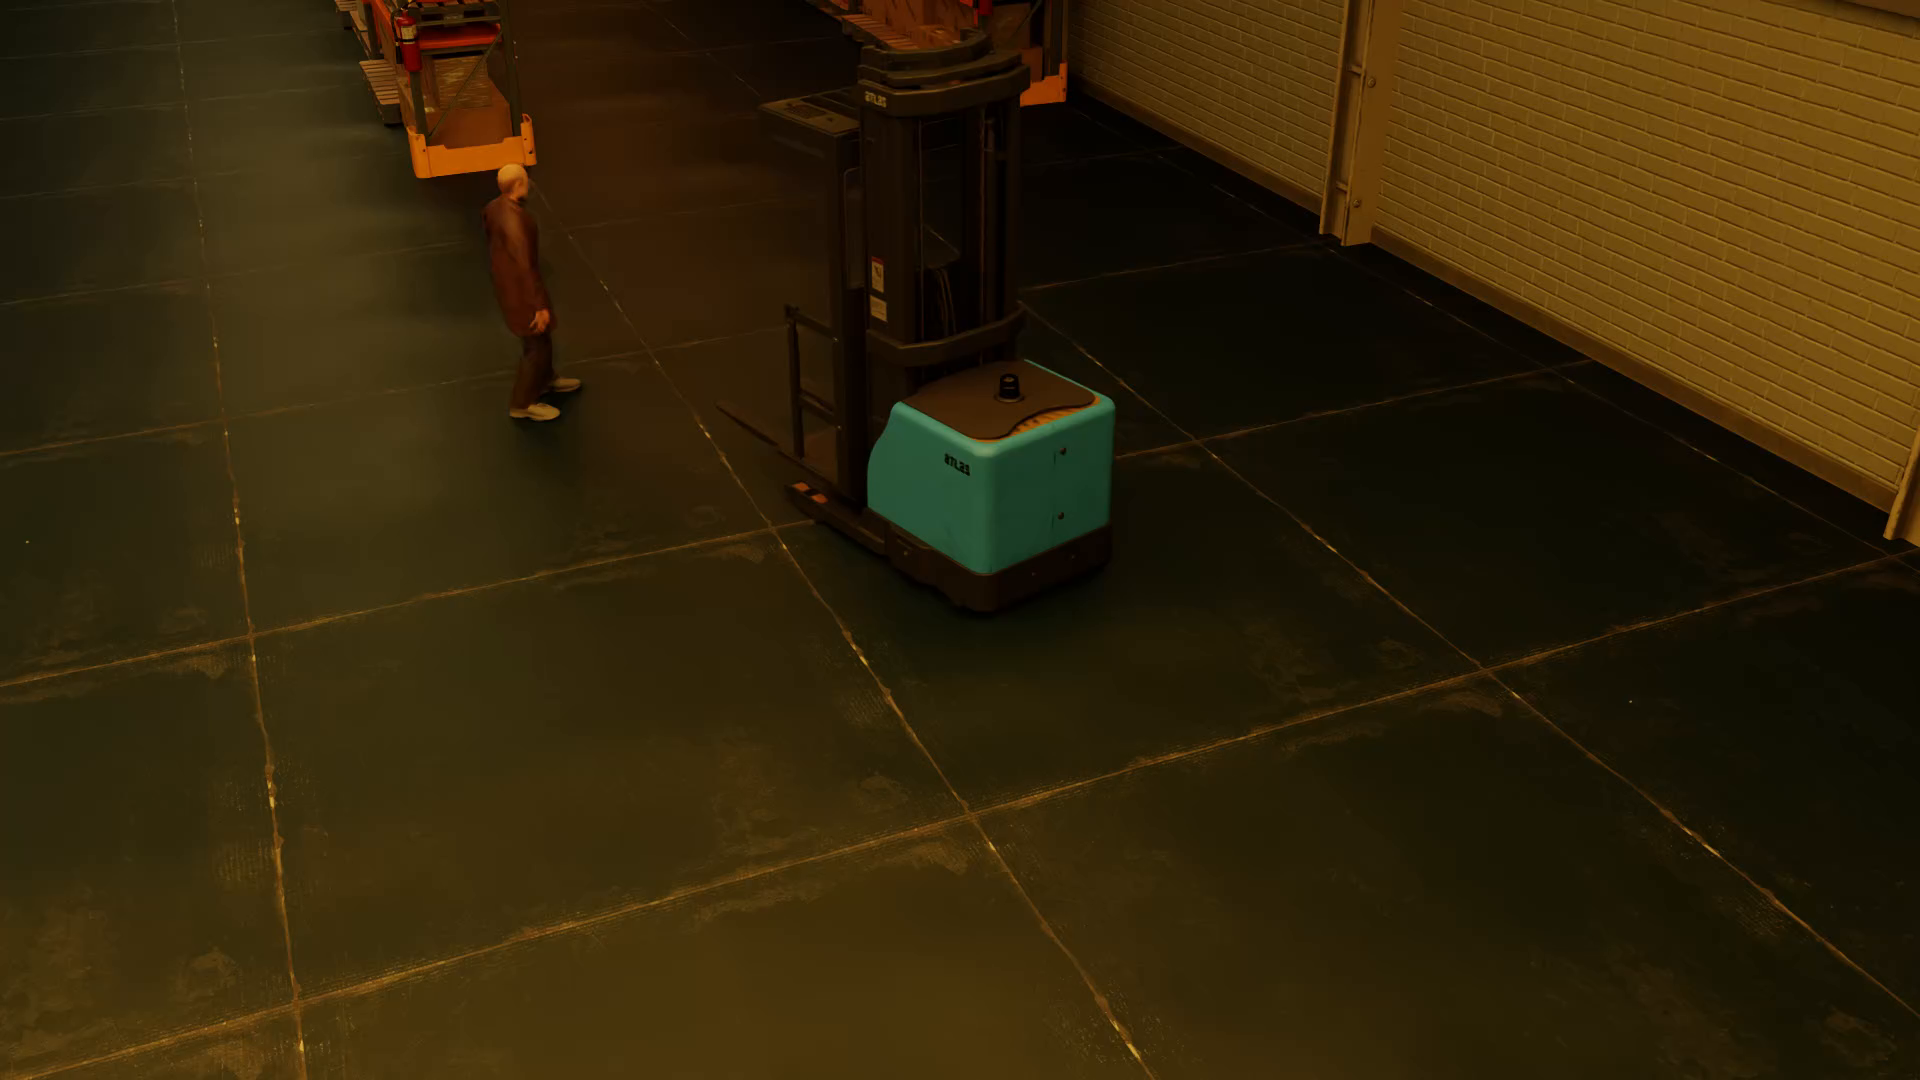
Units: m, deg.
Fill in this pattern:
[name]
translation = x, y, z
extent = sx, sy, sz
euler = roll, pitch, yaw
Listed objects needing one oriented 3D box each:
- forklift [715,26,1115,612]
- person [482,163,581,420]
[forklift]
translation = -0.440, -1.532, 9.799
extent = 1.130, 2.935, 3.031
euler = -22, 37, -34
[person]
translation = -2.887, -1.705, 11.288
extent = 0.608, 1.753, 0.810
euler = -18, 35, -29
